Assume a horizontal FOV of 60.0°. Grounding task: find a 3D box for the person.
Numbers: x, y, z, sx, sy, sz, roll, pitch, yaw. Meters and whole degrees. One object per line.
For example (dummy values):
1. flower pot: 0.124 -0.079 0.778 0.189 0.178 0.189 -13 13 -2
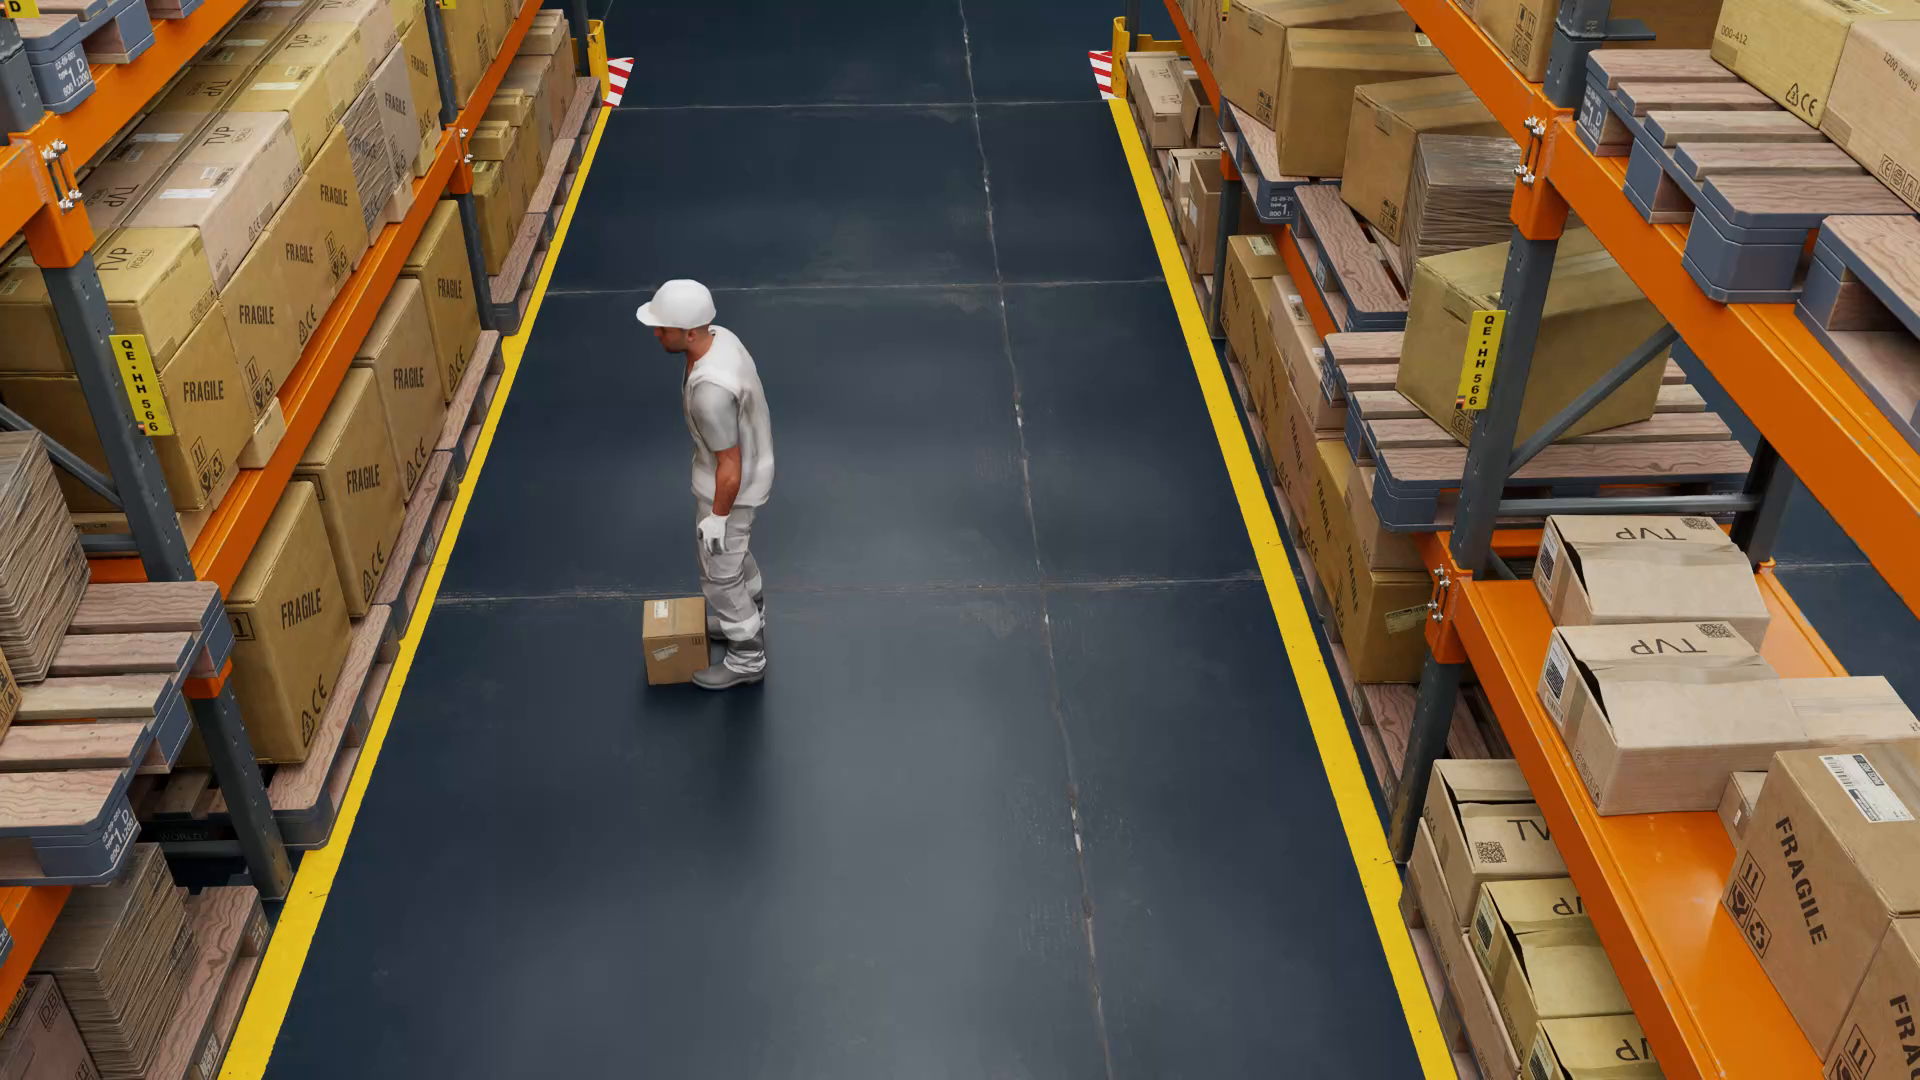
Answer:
1. person: -0.938 -0.210 6.434 0.451 1.778 0.612 -3 35 -5
